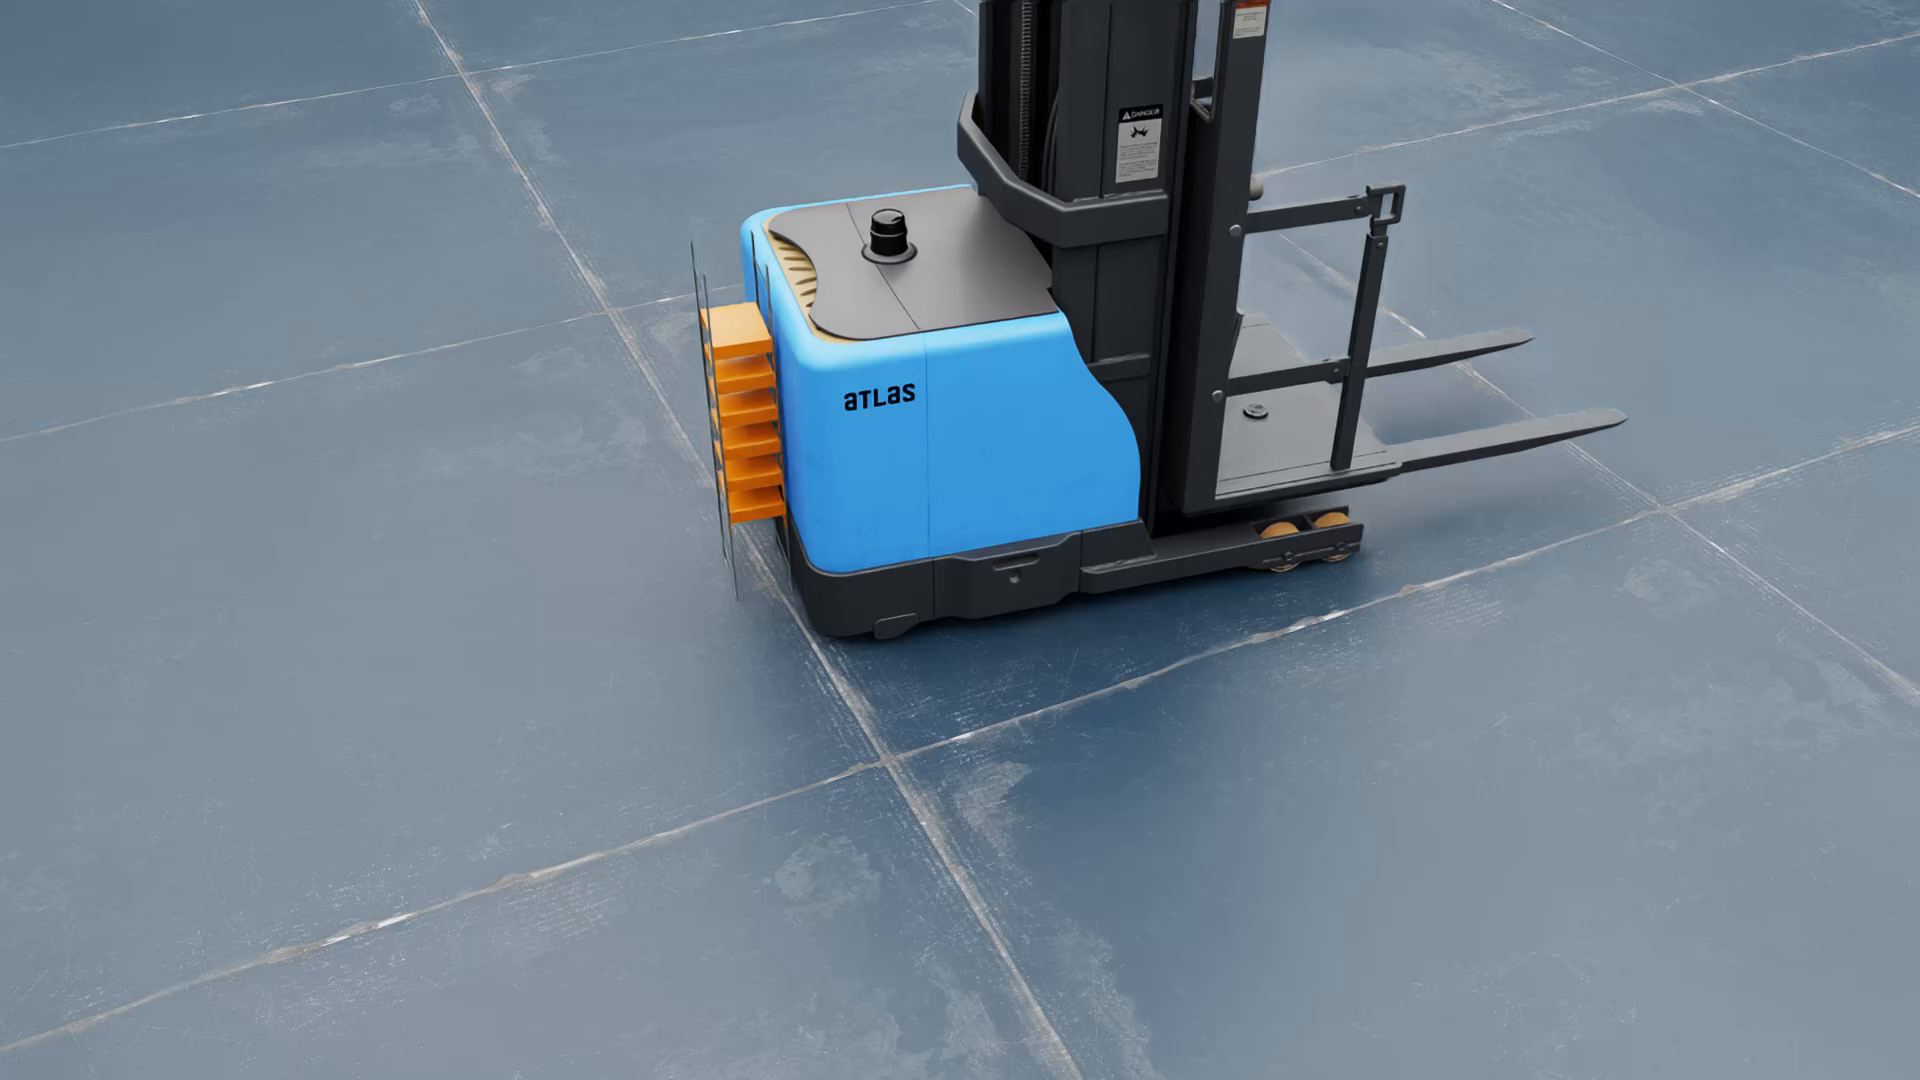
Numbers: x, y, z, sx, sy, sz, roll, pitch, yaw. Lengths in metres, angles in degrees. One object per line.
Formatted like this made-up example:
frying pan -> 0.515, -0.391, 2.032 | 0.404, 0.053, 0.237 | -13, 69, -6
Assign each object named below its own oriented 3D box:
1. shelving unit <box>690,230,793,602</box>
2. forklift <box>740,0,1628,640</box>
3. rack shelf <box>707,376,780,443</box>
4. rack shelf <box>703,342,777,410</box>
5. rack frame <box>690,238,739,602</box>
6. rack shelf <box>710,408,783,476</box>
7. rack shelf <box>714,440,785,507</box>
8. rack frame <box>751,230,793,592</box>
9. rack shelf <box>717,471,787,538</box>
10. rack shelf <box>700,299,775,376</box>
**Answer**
shelving unit -> -0.678, -0.362, 5.231 | 0.189, 1.200, 0.258 | -10, 38, -13
forklift -> 0.852, -1.361, 5.125 | 3.031, 2.935, 1.130 | -10, 38, -13
rack shelf -> -0.678, -0.423, 5.186 | 0.180, 0.103, 0.258 | -10, 38, -13
rack shelf -> -0.678, -0.520, 5.115 | 0.180, 0.103, 0.258 | -10, 38, -13
rack frame -> -0.766, -0.347, 5.210 | 0.006, 1.200, 0.240 | -10, 38, -13
rack shelf -> -0.678, -0.327, 5.258 | 0.180, 0.103, 0.258 | -10, 38, -13
rack shelf -> -0.678, -0.230, 5.329 | 0.180, 0.103, 0.258 | -10, 38, -13
rack frame -> -0.591, -0.378, 5.253 | 0.006, 1.200, 0.240 | -10, 38, -13
rack shelf -> -0.678, -0.134, 5.401 | 0.180, 0.103, 0.258 | -10, 38, -13
rack shelf -> -0.678, -0.616, 5.043 | 0.180, 0.103, 0.258 | -10, 38, -13
